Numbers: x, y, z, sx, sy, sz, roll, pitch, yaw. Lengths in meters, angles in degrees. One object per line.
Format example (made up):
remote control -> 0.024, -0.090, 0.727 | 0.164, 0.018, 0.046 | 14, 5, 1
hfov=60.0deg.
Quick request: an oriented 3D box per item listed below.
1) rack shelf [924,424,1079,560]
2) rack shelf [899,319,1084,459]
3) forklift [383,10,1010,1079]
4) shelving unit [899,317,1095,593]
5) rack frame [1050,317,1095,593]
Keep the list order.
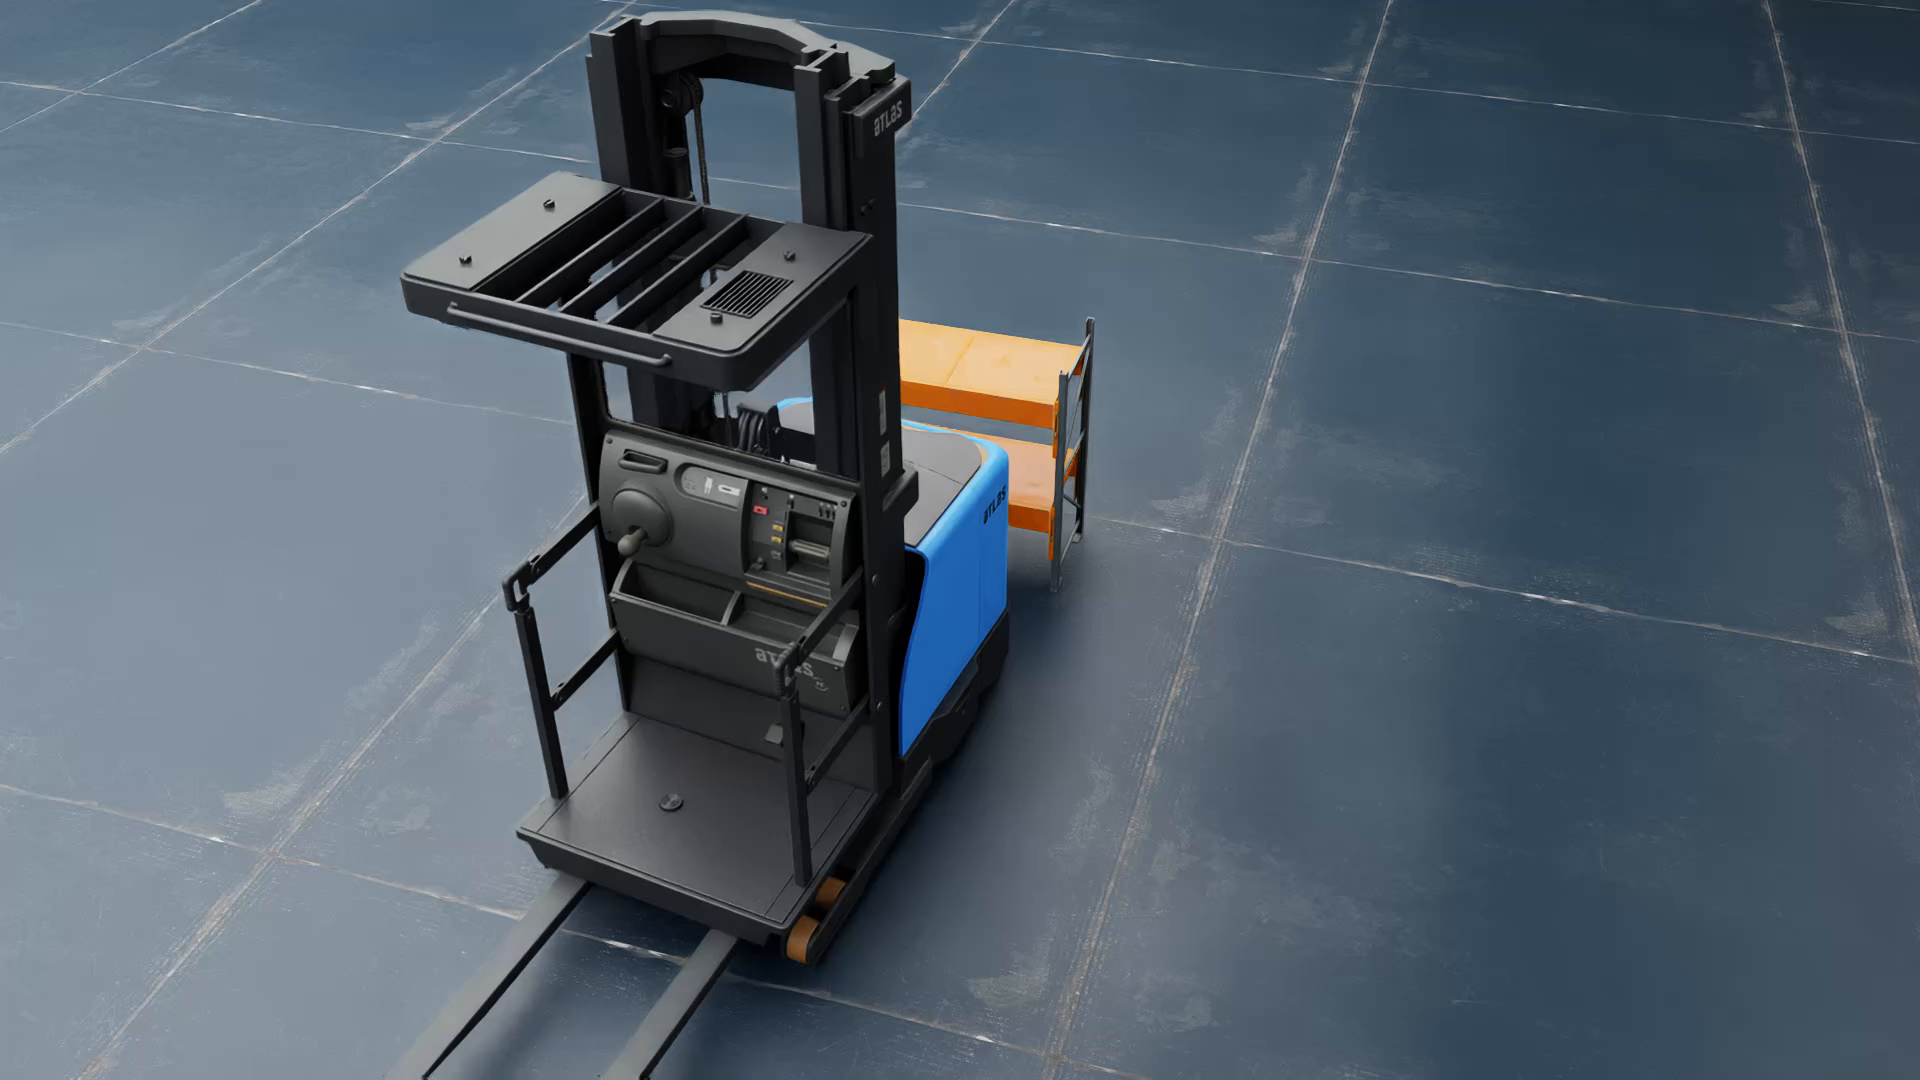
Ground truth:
rack shelf -> 0.006, -0.255, 7.560 | 1.000, 0.278, 0.538 | 10, 38, 14
rack shelf -> 0.006, -0.688, 7.241 | 1.000, 0.278, 0.538 | 10, 38, 14
forklift -> -0.864, -0.010, 5.291 | 1.130, 2.935, 3.031 | 15, 39, 19
shelving unit -> 0.006, -0.452, 7.415 | 1.048, 1.125, 0.538 | 10, 38, 14
rack frame -> 0.492, -0.362, 7.293 | 0.032, 1.125, 0.500 | 10, 38, 14
